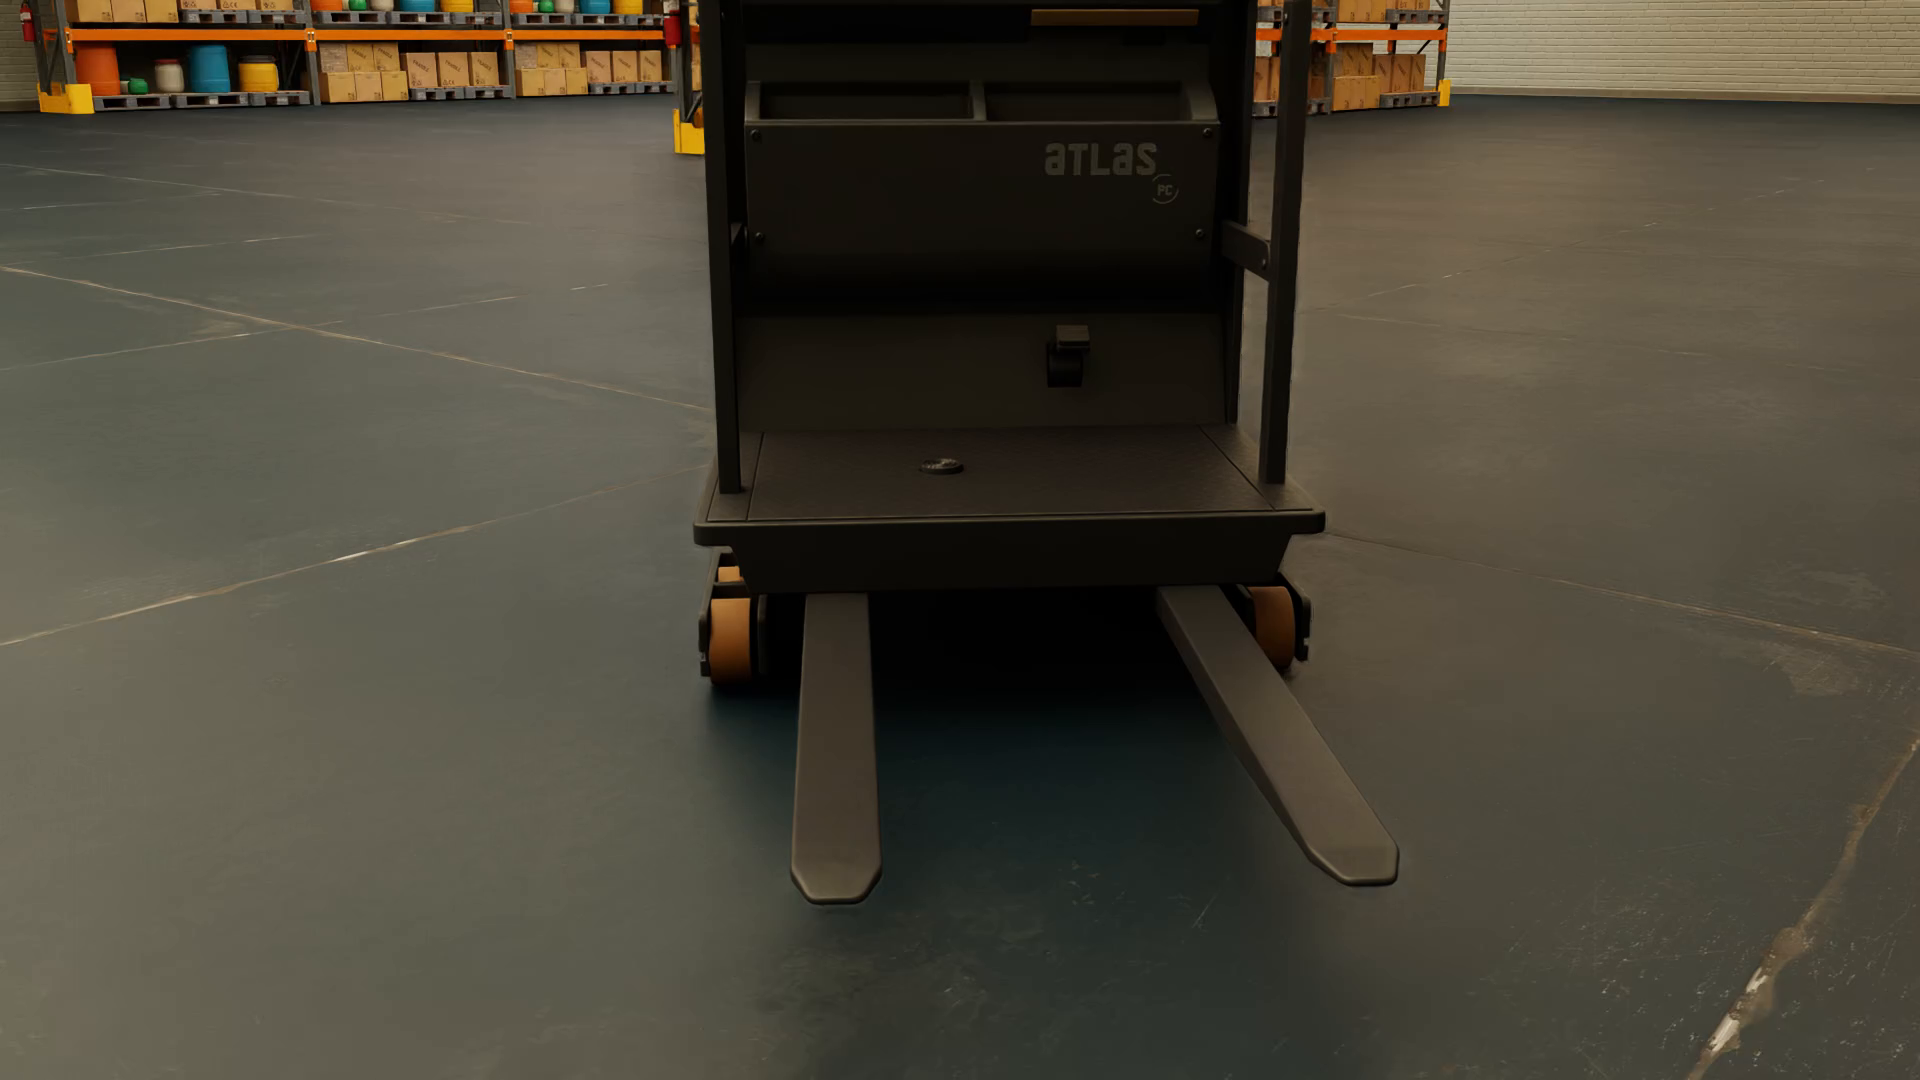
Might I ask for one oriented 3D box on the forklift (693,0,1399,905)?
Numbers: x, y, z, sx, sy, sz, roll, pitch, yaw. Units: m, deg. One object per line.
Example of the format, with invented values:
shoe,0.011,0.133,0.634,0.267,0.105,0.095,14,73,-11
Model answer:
forklift,0.060,-1.233,2.958,1.130,2.935,3.031,-1,17,-4
